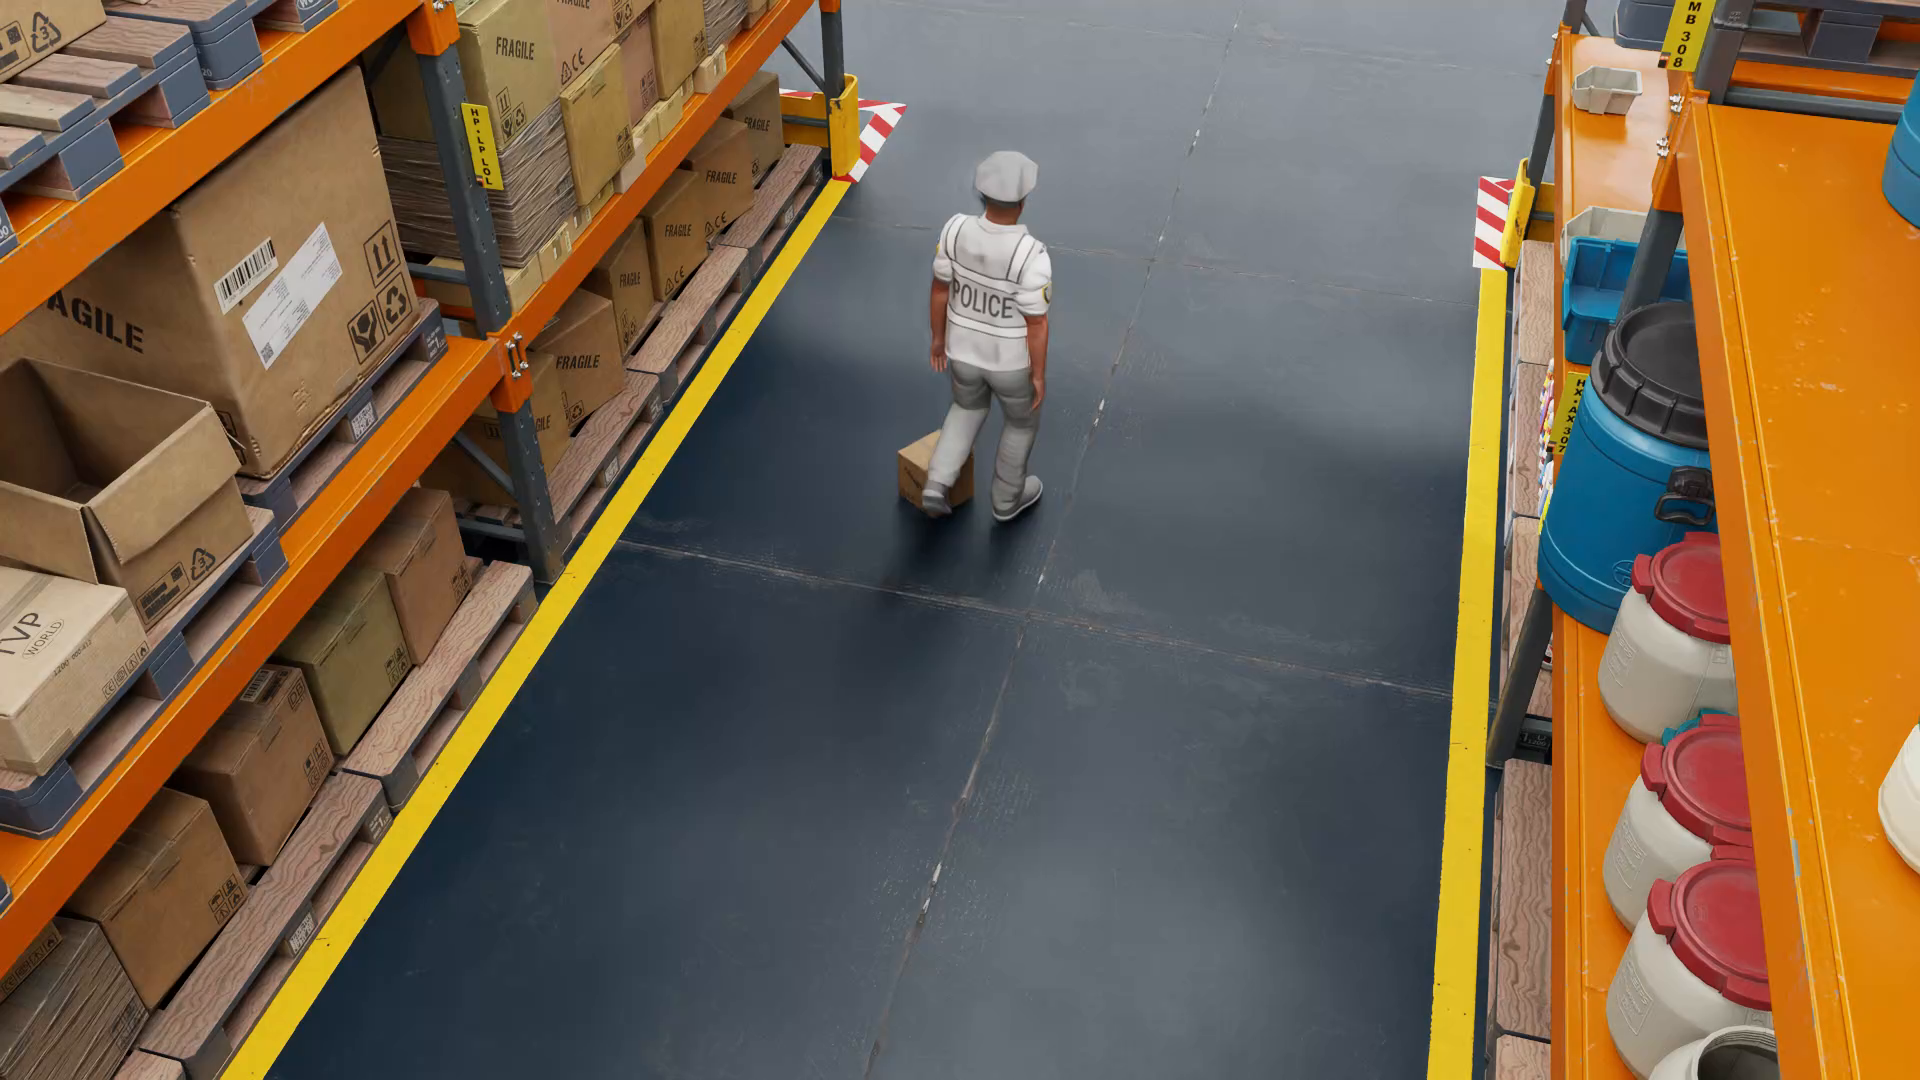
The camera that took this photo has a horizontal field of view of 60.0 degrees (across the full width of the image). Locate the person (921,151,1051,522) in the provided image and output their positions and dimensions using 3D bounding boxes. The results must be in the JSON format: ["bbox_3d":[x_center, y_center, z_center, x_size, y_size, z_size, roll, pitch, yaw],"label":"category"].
[{"bbox_3d":[0.099,-0.777,7.016,0.554,1.753,0.643,21,45,23],"label":"person"}]
